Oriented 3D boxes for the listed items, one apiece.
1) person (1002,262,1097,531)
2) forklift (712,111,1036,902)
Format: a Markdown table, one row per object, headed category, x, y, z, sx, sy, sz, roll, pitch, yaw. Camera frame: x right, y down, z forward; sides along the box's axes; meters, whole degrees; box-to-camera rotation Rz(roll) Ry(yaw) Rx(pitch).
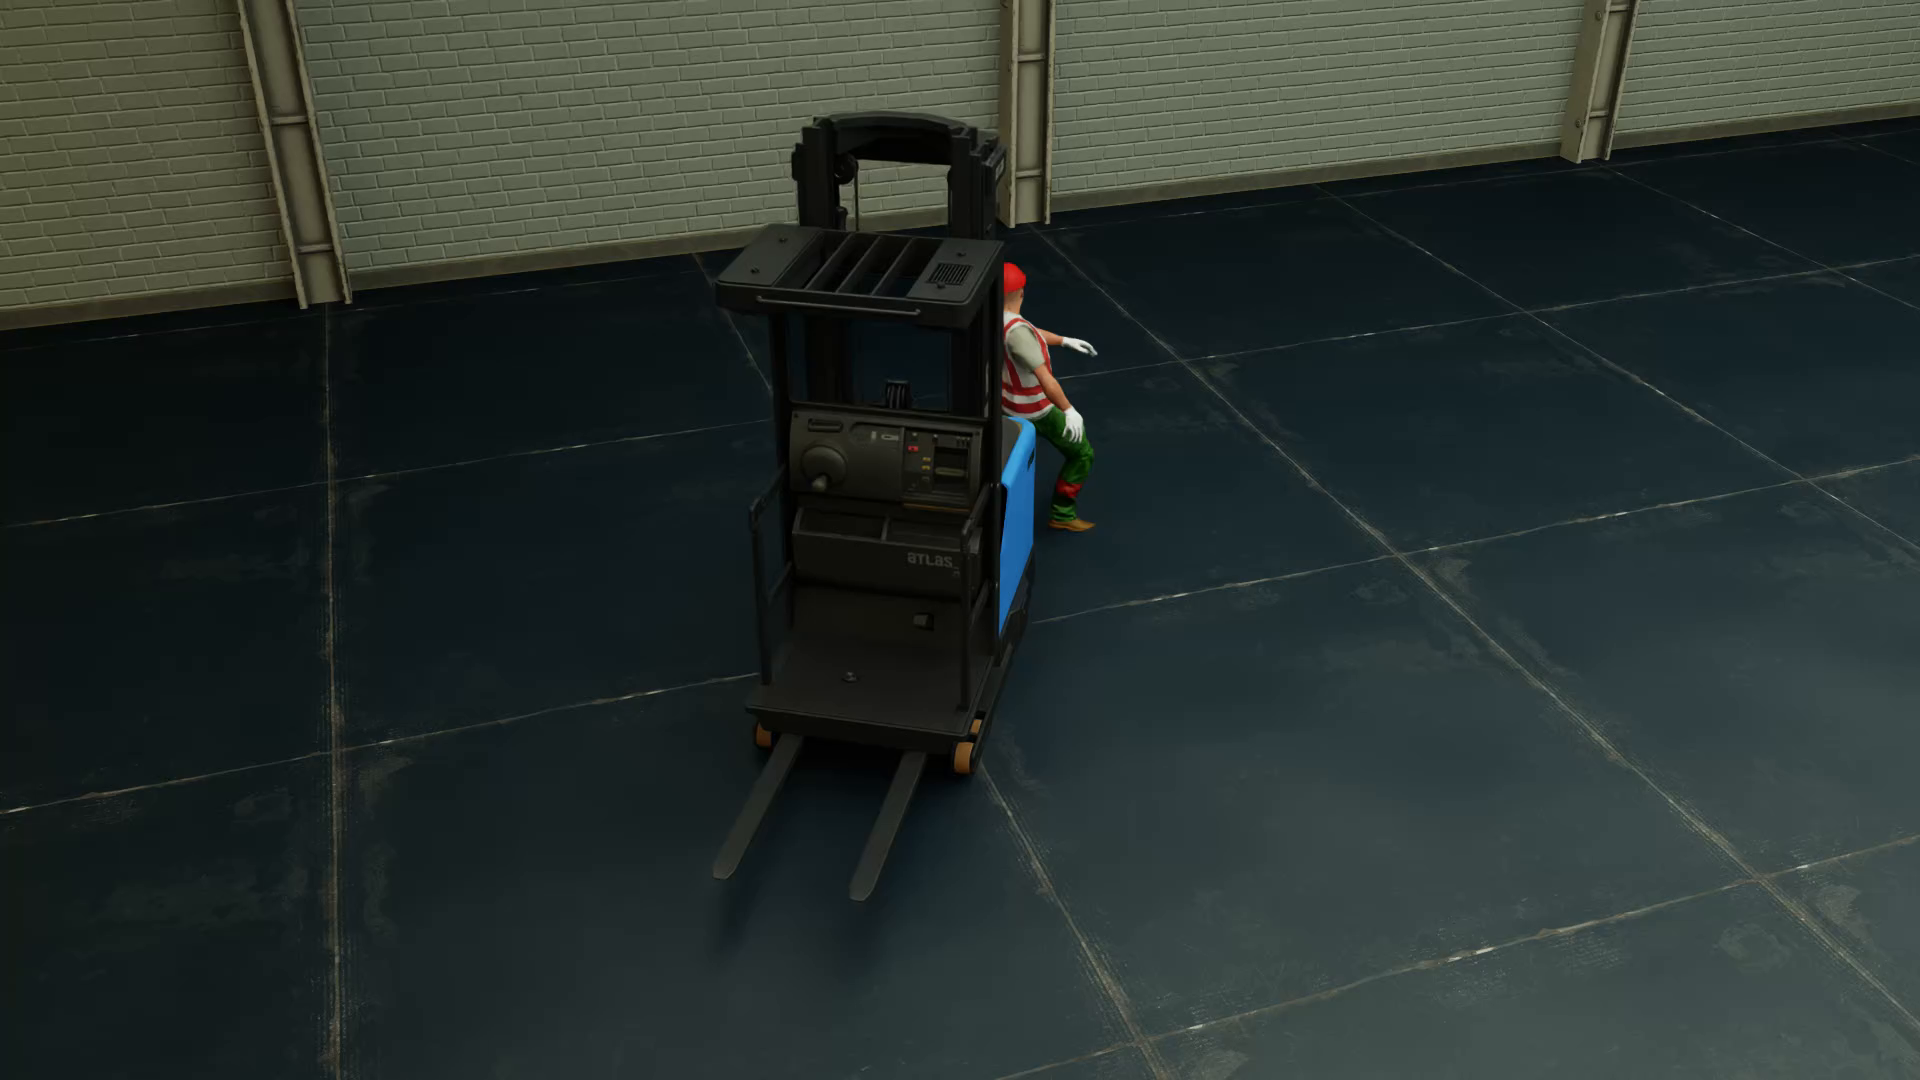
| category | x | y | z | sx | sy | sz | roll | pitch | yaw |
| --- | --- | --- | --- | --- | --- | --- | --- | --- | --- |
| person | 0.519 | -0.792 | 9.772 | 0.786 | 1.691 | 0.835 | -19 | 35 | -29 |
| forklift | -0.399 | -0.339 | 7.676 | 1.130 | 2.935 | 3.031 | 6 | 31 | 11 |
